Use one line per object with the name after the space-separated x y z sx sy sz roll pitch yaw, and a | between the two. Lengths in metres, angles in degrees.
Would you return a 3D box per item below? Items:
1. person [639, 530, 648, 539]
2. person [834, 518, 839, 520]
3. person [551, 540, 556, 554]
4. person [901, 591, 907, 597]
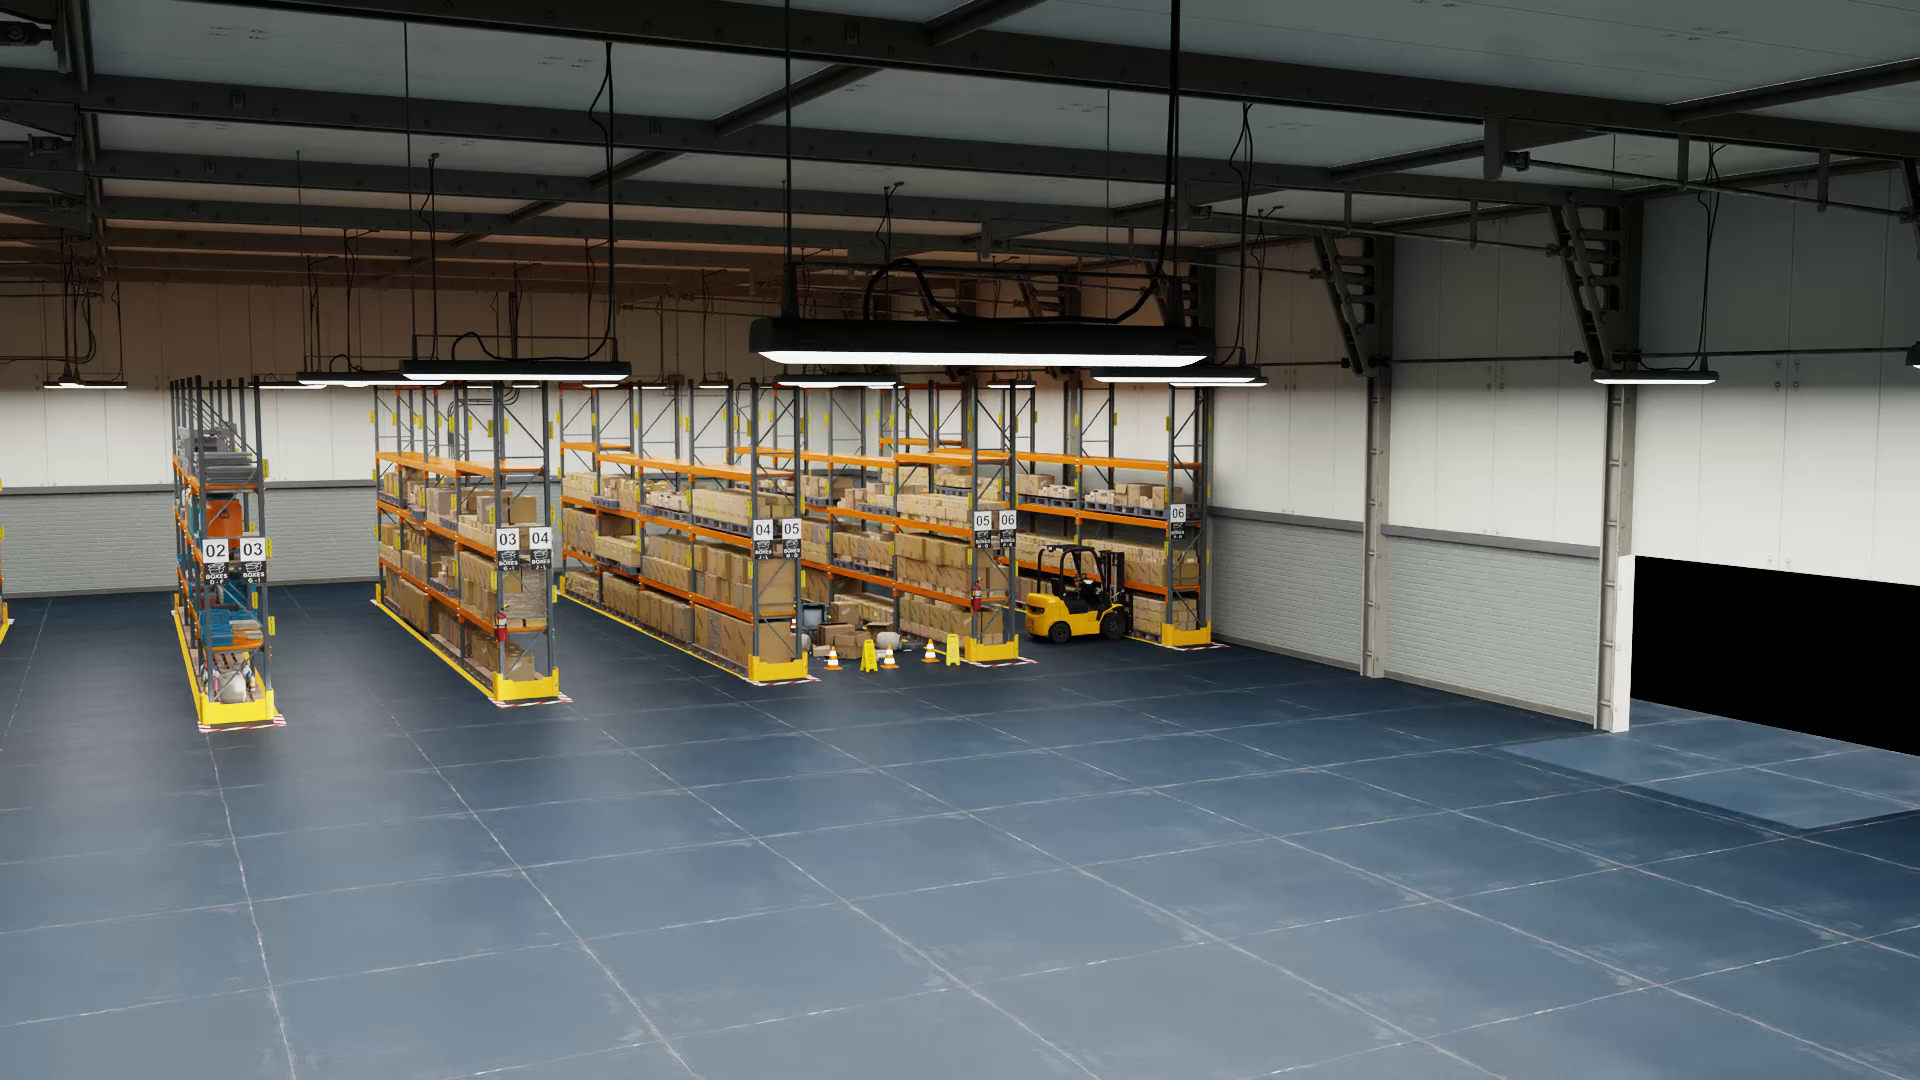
-9.345 0.488 49.829 1.059 1.658 0.565 -3 6 -30 | person
-3.638 0.231 48.759 0.551 1.756 0.700 5 7 42 | person
-12.146 0.546 48.655 0.663 1.768 0.960 1 5 10 | person
-1.258 0.782 43.956 0.723 1.738 1.091 -3 6 -27 | person
